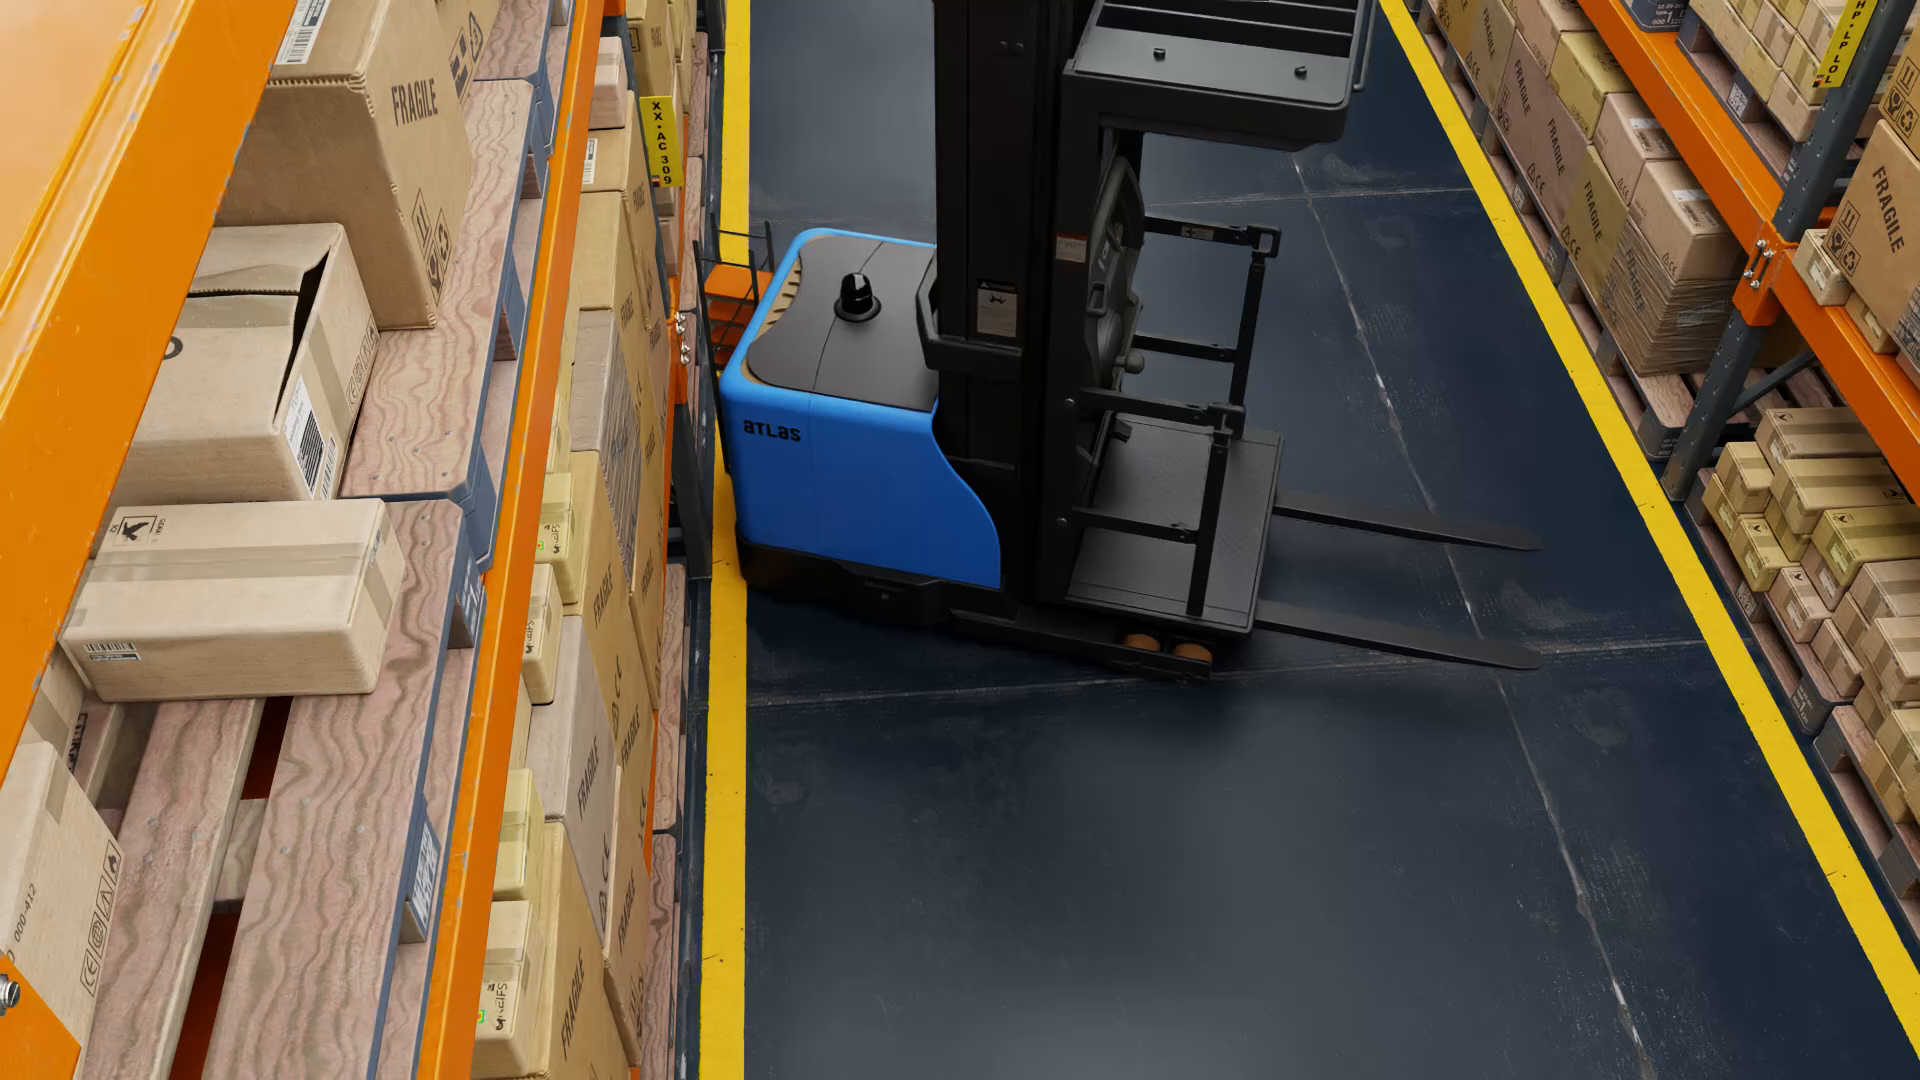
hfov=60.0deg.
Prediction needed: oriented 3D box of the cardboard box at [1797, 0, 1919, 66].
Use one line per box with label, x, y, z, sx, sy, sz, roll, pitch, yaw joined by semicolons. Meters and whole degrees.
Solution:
cardboard box;3.209;-1.801;5.864;0.380;0.149;0.250;-2;47;-1

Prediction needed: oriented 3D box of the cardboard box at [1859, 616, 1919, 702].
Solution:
cardboard box;3.279;0.393;5.577;0.380;0.149;0.250;-3;47;-2

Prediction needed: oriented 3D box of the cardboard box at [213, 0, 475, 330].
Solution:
cardboard box;-1.171;-0.704;2.858;0.500;0.500;0.500;-3;47;-3

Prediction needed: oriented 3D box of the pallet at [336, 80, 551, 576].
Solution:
pallet;-1.330;-0.414;3.071;1.003;0.211;1.213;-3;47;-3

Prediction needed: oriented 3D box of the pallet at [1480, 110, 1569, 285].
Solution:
pallet;3.266;-1.749;8.261;1.003;0.211;1.213;-3;47;-3

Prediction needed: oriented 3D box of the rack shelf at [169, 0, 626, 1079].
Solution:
rack shelf;-1.319;-0.223;3.325;1.077;0.370;4.000;-3;47;-3

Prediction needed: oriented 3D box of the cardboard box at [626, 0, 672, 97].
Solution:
cardboard box;-1.237;-1.600;5.442;0.500;0.500;0.500;-3;47;-3

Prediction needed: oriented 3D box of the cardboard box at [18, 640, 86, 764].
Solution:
cardboard box;-1.394;0.266;2.181;0.380;0.149;0.250;-7;47;-6

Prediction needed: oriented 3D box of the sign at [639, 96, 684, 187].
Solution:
sign;-0.934;-1.246;5.213;0.100;0.325;0.005;-3;47;-3

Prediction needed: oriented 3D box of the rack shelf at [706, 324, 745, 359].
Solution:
rack shelf;-0.851;-0.791;6.568;0.258;0.103;0.180;11;47;10

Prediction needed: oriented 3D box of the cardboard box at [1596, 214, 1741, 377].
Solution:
cardboard box;3.125;-1.065;7.125;0.500;0.500;0.500;-4;47;-4

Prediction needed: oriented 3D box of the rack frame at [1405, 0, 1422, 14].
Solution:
rack frame;3.103;-4.154;8.618;1.000;3.000;0.127;-3;47;-3

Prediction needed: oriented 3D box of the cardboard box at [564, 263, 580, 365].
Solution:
cardboard box;-1.123;-0.544;3.995;0.380;0.149;0.250;-4;47;-4

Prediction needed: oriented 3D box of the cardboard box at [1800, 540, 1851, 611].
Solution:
cardboard box;3.316;0.107;6.052;0.380;0.149;0.250;-4;47;-4

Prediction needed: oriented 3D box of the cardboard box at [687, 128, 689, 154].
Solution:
cardboard box;-1.776;-2.043;7.793;0.875;0.875;0.875;-3;47;-3

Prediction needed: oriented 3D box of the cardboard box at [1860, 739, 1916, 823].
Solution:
cardboard box;3.297;0.795;5.605;0.380;0.149;0.250;-5;47;-4

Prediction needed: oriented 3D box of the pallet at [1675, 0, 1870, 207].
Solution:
pallet;3.519;-1.756;6.479;1.003;0.211;1.213;-3;47;-3

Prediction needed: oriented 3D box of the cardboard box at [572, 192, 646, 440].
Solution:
cardboard box;-1.138;-0.572;4.468;0.500;0.500;0.500;-4;47;-4

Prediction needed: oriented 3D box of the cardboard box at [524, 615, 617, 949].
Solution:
cardboard box;-1.009;0.520;3.434;0.500;0.500;0.500;-4;47;-4

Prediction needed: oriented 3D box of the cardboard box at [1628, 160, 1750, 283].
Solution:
cardboard box;3.123;-1.326;6.856;0.500;0.250;0.500;-5;47;-4

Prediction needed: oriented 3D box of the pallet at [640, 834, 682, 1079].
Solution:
pallet;-1.396;1.513;5.172;1.003;0.211;1.213;-3;47;-3

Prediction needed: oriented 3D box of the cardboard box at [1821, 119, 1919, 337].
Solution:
cardboard box;3.228;-1.023;5.379;0.500;0.500;0.500;-4;47;-4

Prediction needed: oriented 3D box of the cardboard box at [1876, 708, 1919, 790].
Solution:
cardboard box;3.293;0.689;5.500;0.380;0.149;0.250;-4;47;-4

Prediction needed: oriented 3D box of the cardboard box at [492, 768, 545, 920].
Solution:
cardboard box;-0.946;0.564;2.946;0.380;0.149;0.250;-5;47;-5

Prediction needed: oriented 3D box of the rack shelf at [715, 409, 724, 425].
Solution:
rack shelf;-0.851;-0.543;6.829;0.258;0.103;0.180;11;47;10

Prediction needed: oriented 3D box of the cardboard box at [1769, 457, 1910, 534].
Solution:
cardboard box;3.224;-0.164;6.104;0.380;0.149;0.250;-1;47;-1

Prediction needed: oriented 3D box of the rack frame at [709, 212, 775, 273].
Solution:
rack frame;-0.828;-0.803;6.684;0.240;1.200;0.006;11;47;10

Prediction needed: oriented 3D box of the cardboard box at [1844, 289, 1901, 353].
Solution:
cardboard box;3.231;-0.766;5.583;0.380;0.149;0.250;-2;47;-2

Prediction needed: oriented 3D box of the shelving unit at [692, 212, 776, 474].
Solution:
shelving unit;-0.851;-0.739;6.623;0.258;1.200;0.189;11;47;10

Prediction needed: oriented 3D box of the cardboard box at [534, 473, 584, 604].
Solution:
cardboard box;-0.993;0.009;3.472;0.380;0.149;0.250;-5;47;-4

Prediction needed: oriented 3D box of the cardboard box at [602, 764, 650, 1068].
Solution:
cardboard box;-1.001;0.876;3.786;0.500;0.500;0.500;-4;47;-4

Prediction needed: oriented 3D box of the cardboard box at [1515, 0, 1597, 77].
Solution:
cardboard box;2.990;-2.457;7.927;0.500;0.250;0.500;-3;47;-3

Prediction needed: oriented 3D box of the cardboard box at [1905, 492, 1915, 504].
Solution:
cardboard box;3.816;-0.123;6.270;0.380;0.149;0.250;-6;47;-5

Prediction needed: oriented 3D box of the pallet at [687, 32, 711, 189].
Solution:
pallet;-1.831;-2.246;8.732;1.003;0.211;1.213;-3;47;-3

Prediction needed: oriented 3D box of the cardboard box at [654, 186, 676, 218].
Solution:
cardboard box;-1.242;-1.342;5.714;0.500;0.250;0.500;-5;47;-4

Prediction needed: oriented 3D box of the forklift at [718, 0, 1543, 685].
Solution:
forklift;0.710;-0.893;5.577;3.031;2.935;1.130;10;47;10

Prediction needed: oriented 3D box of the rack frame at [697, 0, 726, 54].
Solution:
rack frame;-1.822;-3.780;8.264;1.000;3.000;0.127;-3;47;-3

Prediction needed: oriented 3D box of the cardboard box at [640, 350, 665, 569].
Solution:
cardboard box;-1.145;-0.228;4.831;0.500;0.500;0.500;-5;47;-4

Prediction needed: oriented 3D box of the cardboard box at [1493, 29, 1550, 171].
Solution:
cardboard box;3.001;-2.177;8.178;0.500;0.500;0.500;-5;47;-4

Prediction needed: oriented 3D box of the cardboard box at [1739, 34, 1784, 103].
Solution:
cardboard box;3.185;-1.781;6.255;0.380;0.149;0.250;-3;47;-3

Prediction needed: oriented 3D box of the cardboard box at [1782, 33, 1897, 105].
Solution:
cardboard box;3.207;-1.696;5.969;0.380;0.149;0.250;-2;47;-2

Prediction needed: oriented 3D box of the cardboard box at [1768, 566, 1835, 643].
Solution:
cardboard box;3.243;0.228;6.142;0.380;0.149;0.250;-4;47;-3

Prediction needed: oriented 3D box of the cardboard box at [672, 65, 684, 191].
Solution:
cardboard box;-1.305;-1.543;6.249;0.500;0.250;0.500;-5;47;-4
